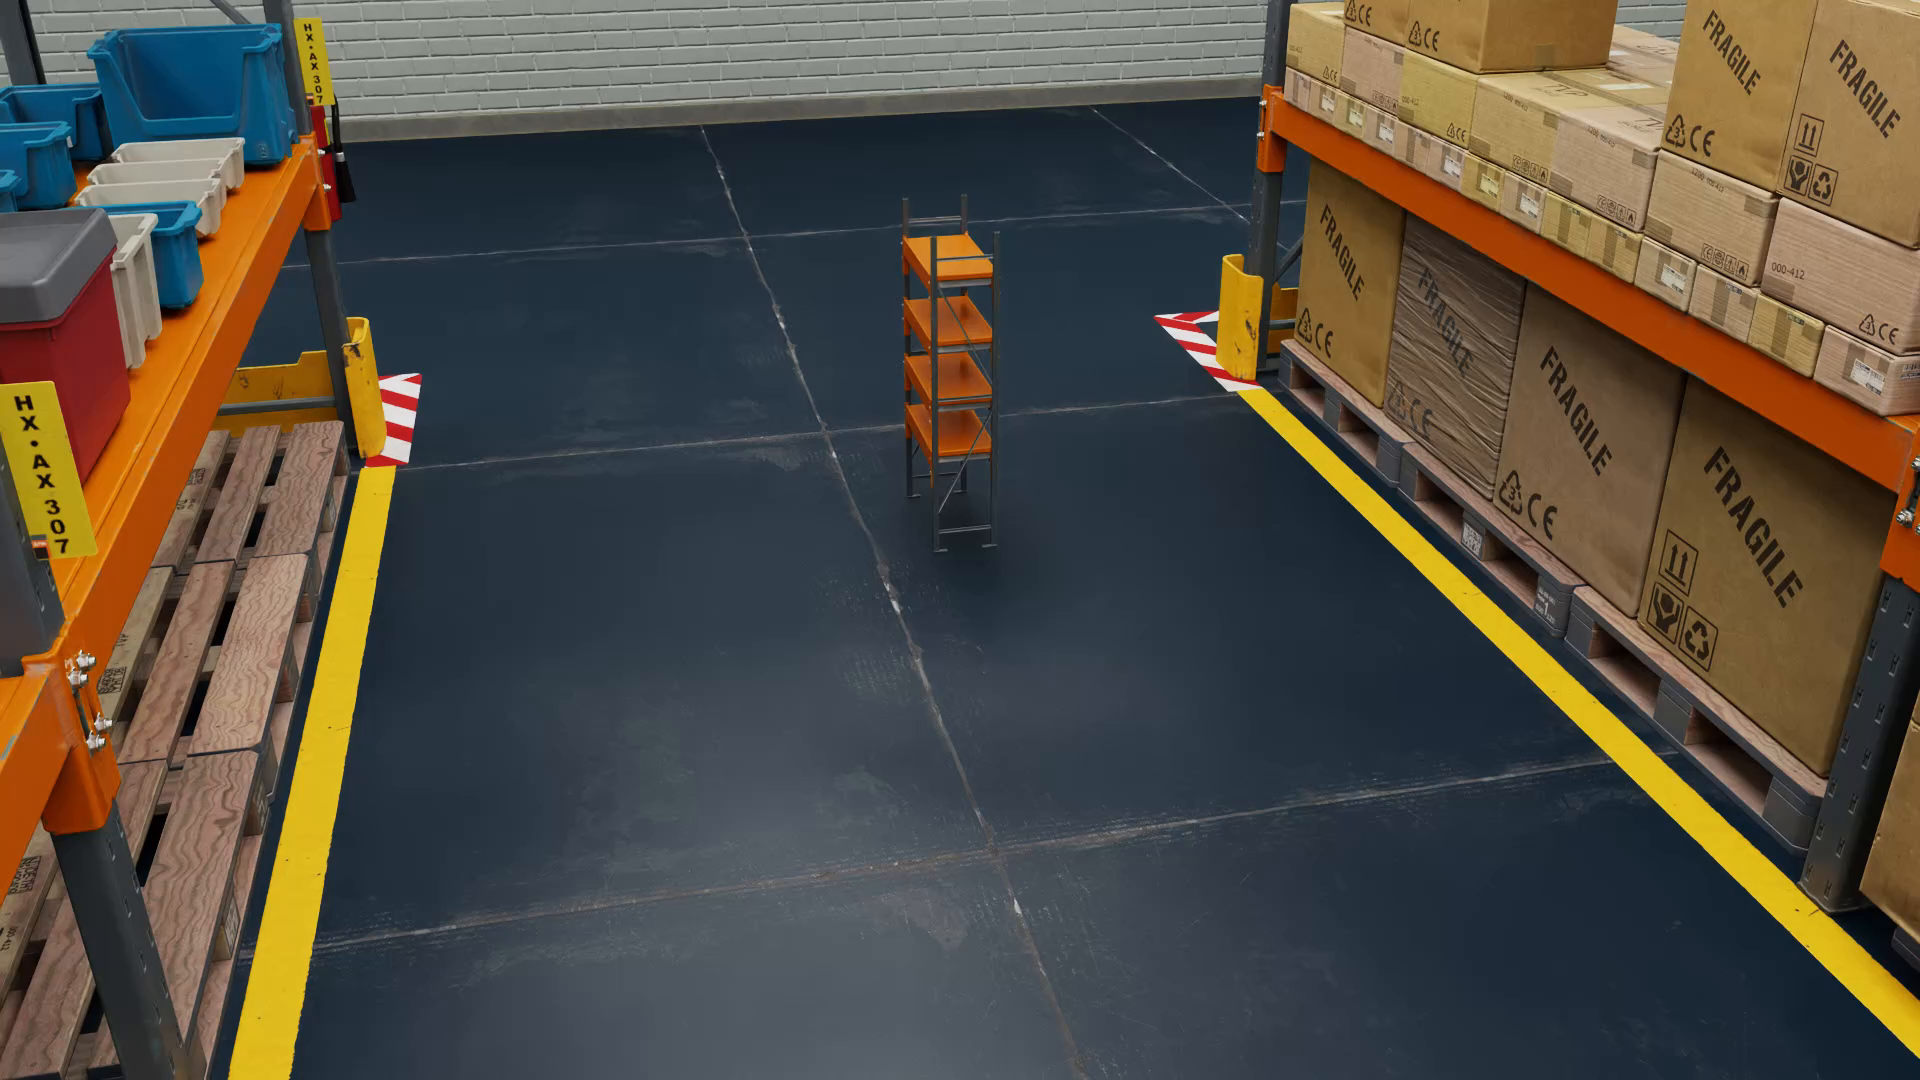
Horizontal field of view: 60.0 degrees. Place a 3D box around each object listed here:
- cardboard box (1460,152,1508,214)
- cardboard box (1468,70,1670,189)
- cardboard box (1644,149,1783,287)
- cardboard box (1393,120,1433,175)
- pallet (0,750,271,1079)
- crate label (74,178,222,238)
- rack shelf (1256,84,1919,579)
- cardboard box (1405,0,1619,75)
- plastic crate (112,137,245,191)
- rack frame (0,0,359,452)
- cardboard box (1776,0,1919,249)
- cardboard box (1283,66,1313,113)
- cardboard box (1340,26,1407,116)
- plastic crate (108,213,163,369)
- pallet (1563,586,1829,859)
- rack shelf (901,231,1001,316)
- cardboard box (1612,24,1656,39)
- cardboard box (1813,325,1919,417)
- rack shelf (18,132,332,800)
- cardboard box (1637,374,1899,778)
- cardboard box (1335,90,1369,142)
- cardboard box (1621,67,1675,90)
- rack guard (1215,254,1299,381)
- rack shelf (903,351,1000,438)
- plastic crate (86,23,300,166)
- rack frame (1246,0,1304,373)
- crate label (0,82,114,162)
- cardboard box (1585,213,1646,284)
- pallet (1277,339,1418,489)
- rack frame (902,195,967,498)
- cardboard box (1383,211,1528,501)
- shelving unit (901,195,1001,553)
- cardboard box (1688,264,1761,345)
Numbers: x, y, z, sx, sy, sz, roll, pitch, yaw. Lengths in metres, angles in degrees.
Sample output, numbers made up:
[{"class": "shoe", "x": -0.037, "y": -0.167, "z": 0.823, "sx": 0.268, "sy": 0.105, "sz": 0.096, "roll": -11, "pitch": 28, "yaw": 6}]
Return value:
[{"class": "cardboard box", "x": 1.930, "y": -1.219, "z": 5.615, "sx": 0.380, "sy": 0.149, "sz": 0.250, "roll": -7, "pitch": 28, "yaw": -13}, {"class": "cardboard box", "x": 2.024, "y": -1.346, "z": 5.425, "sx": 0.500, "sy": 0.250, "sz": 0.500, "roll": -6, "pitch": 27, "yaw": -13}, {"class": "cardboard box", "x": 2.251, "y": -0.899, "z": 4.539, "sx": 0.500, "sy": 0.250, "sz": 0.500, "roll": -5, "pitch": 27, "yaw": -10}, {"class": "cardboard box", "x": 1.815, "y": -1.443, "z": 6.059, "sx": 0.380, "sy": 0.149, "sz": 0.250, "roll": -6, "pitch": 27, "yaw": -13}, {"class": "pallet", "x": -2.304, "y": 0.989, "z": 4.055, "sx": 1.003, "sy": 0.211, "sz": 1.213, "roll": -6, "pitch": 27, "yaw": -12}, {"class": "crate label", "x": -2.504, "y": -1.014, "z": 5.155, "sx": 0.396, "sy": 0.136, "sz": 0.243, "roll": -6, "pitch": 27, "yaw": -12}, {"class": "rack shelf", "x": 2.274, "y": -0.996, "z": 5.694, "sx": 1.077, "sy": 0.370, "sz": 4.000, "roll": -6, "pitch": 27, "yaw": -12}, {"class": "cardboard box", "x": 1.904, "y": -1.912, "z": 5.713, "sx": 0.500, "sy": 0.500, "sz": 0.500, "roll": -7, "pitch": 28, "yaw": -13}, {"class": "plastic crate", "x": -2.642, "y": -1.262, "z": 5.648, "sx": 0.396, "sy": 0.136, "sz": 0.243, "roll": -6, "pitch": 27, "yaw": -12}, {"class": "rack frame", "x": -3.002, "y": -1.693, "z": 6.274, "sx": 1.000, "sy": 3.000, "sz": 0.127, "roll": -6, "pitch": 27, "yaw": -12}, {"class": "cardboard box", "x": 2.361, "y": -1.015, "z": 3.936, "sx": 0.500, "sy": 0.500, "sz": 0.500, "roll": -5, "pitch": 27, "yaw": -10}, {"class": "cardboard box", "x": 1.582, "y": -1.894, "z": 6.952, "sx": 0.380, "sy": 0.149, "sz": 0.250, "roll": -6, "pitch": 27, "yaw": -11}, {"class": "cardboard box", "x": 1.792, "y": -1.796, "z": 6.315, "sx": 0.500, "sy": 0.250, "sz": 0.500, "roll": -6, "pitch": 27, "yaw": -12}, {"class": "plastic crate", "x": -2.265, "y": -0.600, "z": 4.174, "sx": 0.437, "sy": 0.282, "sz": 0.530, "roll": -6, "pitch": 27, "yaw": -12}, {"class": "pallet", "x": 2.630, "y": 0.464, "z": 5.097, "sx": 1.003, "sy": 0.211, "sz": 1.213, "roll": -6, "pitch": 27, "yaw": -12}, {"class": "rack shelf", "x": -0.037, "y": -0.959, "z": 5.947, "sx": 0.258, "sy": 0.148, "sz": 0.480, "roll": -6, "pitch": 27, "yaw": -12}, {"class": "cardboard box", "x": 2.305, "y": -1.853, "z": 6.428, "sx": 0.500, "sy": 0.250, "sz": 0.500, "roll": -6, "pitch": 27, "yaw": -12}, {"class": "cardboard box", "x": 2.337, "y": -0.428, "z": 4.048, "sx": 0.380, "sy": 0.149, "sz": 0.250, "roll": -6, "pitch": 27, "yaw": -11}, {"class": "rack shelf", "x": -2.551, "y": -0.493, "z": 4.697, "sx": 1.077, "sy": 0.370, "sz": 4.000, "roll": -6, "pitch": 27, "yaw": -12}, {"class": "cardboard box", "x": 2.654, "y": 0.024, "z": 4.766, "sx": 0.875, "sy": 0.875, "sz": 0.875, "roll": -6, "pitch": 27, "yaw": -12}, {"class": "cardboard box", "x": 1.699, "y": -1.669, "z": 6.507, "sx": 0.380, "sy": 0.149, "sz": 0.250, "roll": -7, "pitch": 28, "yaw": -13}, {"class": "cardboard box", "x": 2.541, "y": -1.401, "z": 5.533, "sx": 0.500, "sy": 0.250, "sz": 0.500, "roll": -6, "pitch": 27, "yaw": -12}, {"class": "rack guard", "x": 1.818, "y": -1.090, "z": 7.855, "sx": 1.175, "sy": 0.500, "sz": 0.348, "roll": -6, "pitch": 27, "yaw": -12}, {"class": "rack shelf", "x": -0.037, "y": -0.548, "z": 6.154, "sx": 0.258, "sy": 0.148, "sz": 0.480, "roll": -6, "pitch": 27, "yaw": -12}, {"class": "plastic crate", "x": -2.745, "y": -1.607, "z": 5.999, "sx": 0.616, "sy": 0.435, "sz": 0.499, "roll": -6, "pitch": 27, "yaw": -12}, {"class": "rack frame", "x": 1.823, "y": -2.196, "z": 7.271, "sx": 1.000, "sy": 3.000, "sz": 0.127, "roll": -6, "pitch": 27, "yaw": -12}, {"class": "crate label", "x": -3.267, "y": -1.503, "z": 6.018, "sx": 0.416, "sy": 0.233, "sz": 0.303, "roll": -6, "pitch": 27, "yaw": -12}, {"class": "cardboard box", "x": 2.105, "y": -0.880, "z": 4.943, "sx": 0.380, "sy": 0.149, "sz": 0.250, "roll": -5, "pitch": 27, "yaw": -11}, {"class": "pallet", "x": 2.080, "y": -0.608, "z": 7.220, "sx": 1.003, "sy": 0.211, "sz": 1.213, "roll": -6, "pitch": 27, "yaw": -12}, {"class": "rack frame", "x": -0.092, "y": -0.715, "z": 6.336, "sx": 0.240, "sy": 1.200, "sz": 0.015, "roll": -6, "pitch": 27, "yaw": -12}, {"class": "cardboard box", "x": 2.251, "y": -0.762, "z": 6.323, "sx": 0.875, "sy": 0.875, "sz": 0.875, "roll": -6, "pitch": 27, "yaw": -12}, {"class": "shelving unit", "x": -0.037, "y": -0.608, "z": 6.124, "sx": 0.258, "sy": 1.200, "sz": 0.503, "roll": -6, "pitch": 27, "yaw": -12}, {"class": "cardboard box", "x": 2.221, "y": -0.654, "z": 4.495, "sx": 0.380, "sy": 0.149, "sz": 0.250, "roll": -6, "pitch": 27, "yaw": -12}]
